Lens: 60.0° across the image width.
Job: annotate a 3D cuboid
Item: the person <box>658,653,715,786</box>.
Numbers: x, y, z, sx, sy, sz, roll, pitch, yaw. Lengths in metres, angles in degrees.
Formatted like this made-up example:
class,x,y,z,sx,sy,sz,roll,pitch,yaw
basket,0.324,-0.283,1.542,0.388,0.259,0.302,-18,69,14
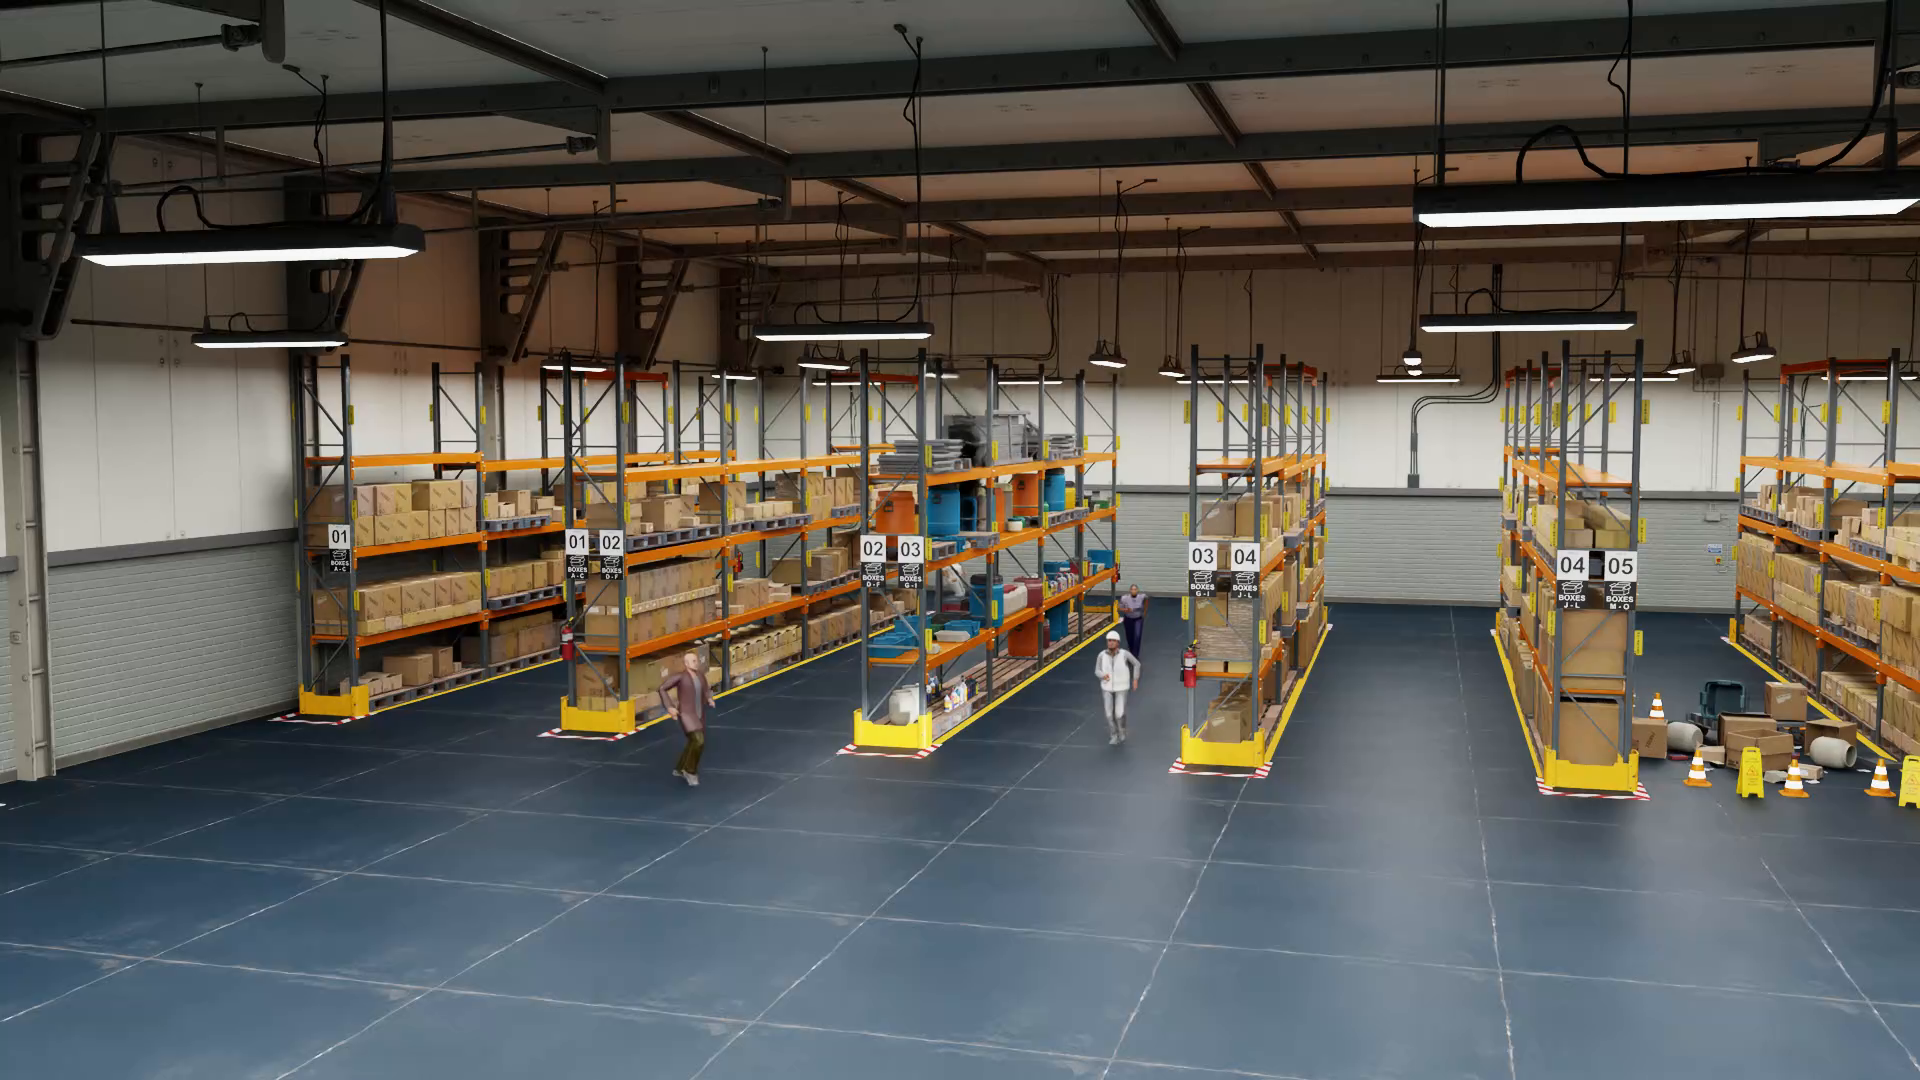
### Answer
class,x,y,z,sx,sy,sz,roll,pitch,yaw
person,-3.658,2.449,22.617,0.721,1.825,0.734,3,5,34

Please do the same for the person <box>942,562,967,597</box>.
class,x,y,z,sx,sy,sz,roll,pitch,yaw
person,-0.115,1.044,42.255,0.518,1.595,0.607,3,5,38

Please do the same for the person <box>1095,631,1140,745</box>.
class,x,y,z,sx,sy,sz,roll,pitch,yaw
person,2.349,2.248,25.072,0.655,1.746,0.638,1,5,18

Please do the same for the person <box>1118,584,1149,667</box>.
class,x,y,z,sx,sy,sz,roll,pitch,yaw
person,3.498,1.690,33.569,0.601,1.662,0.941,1,4,9
